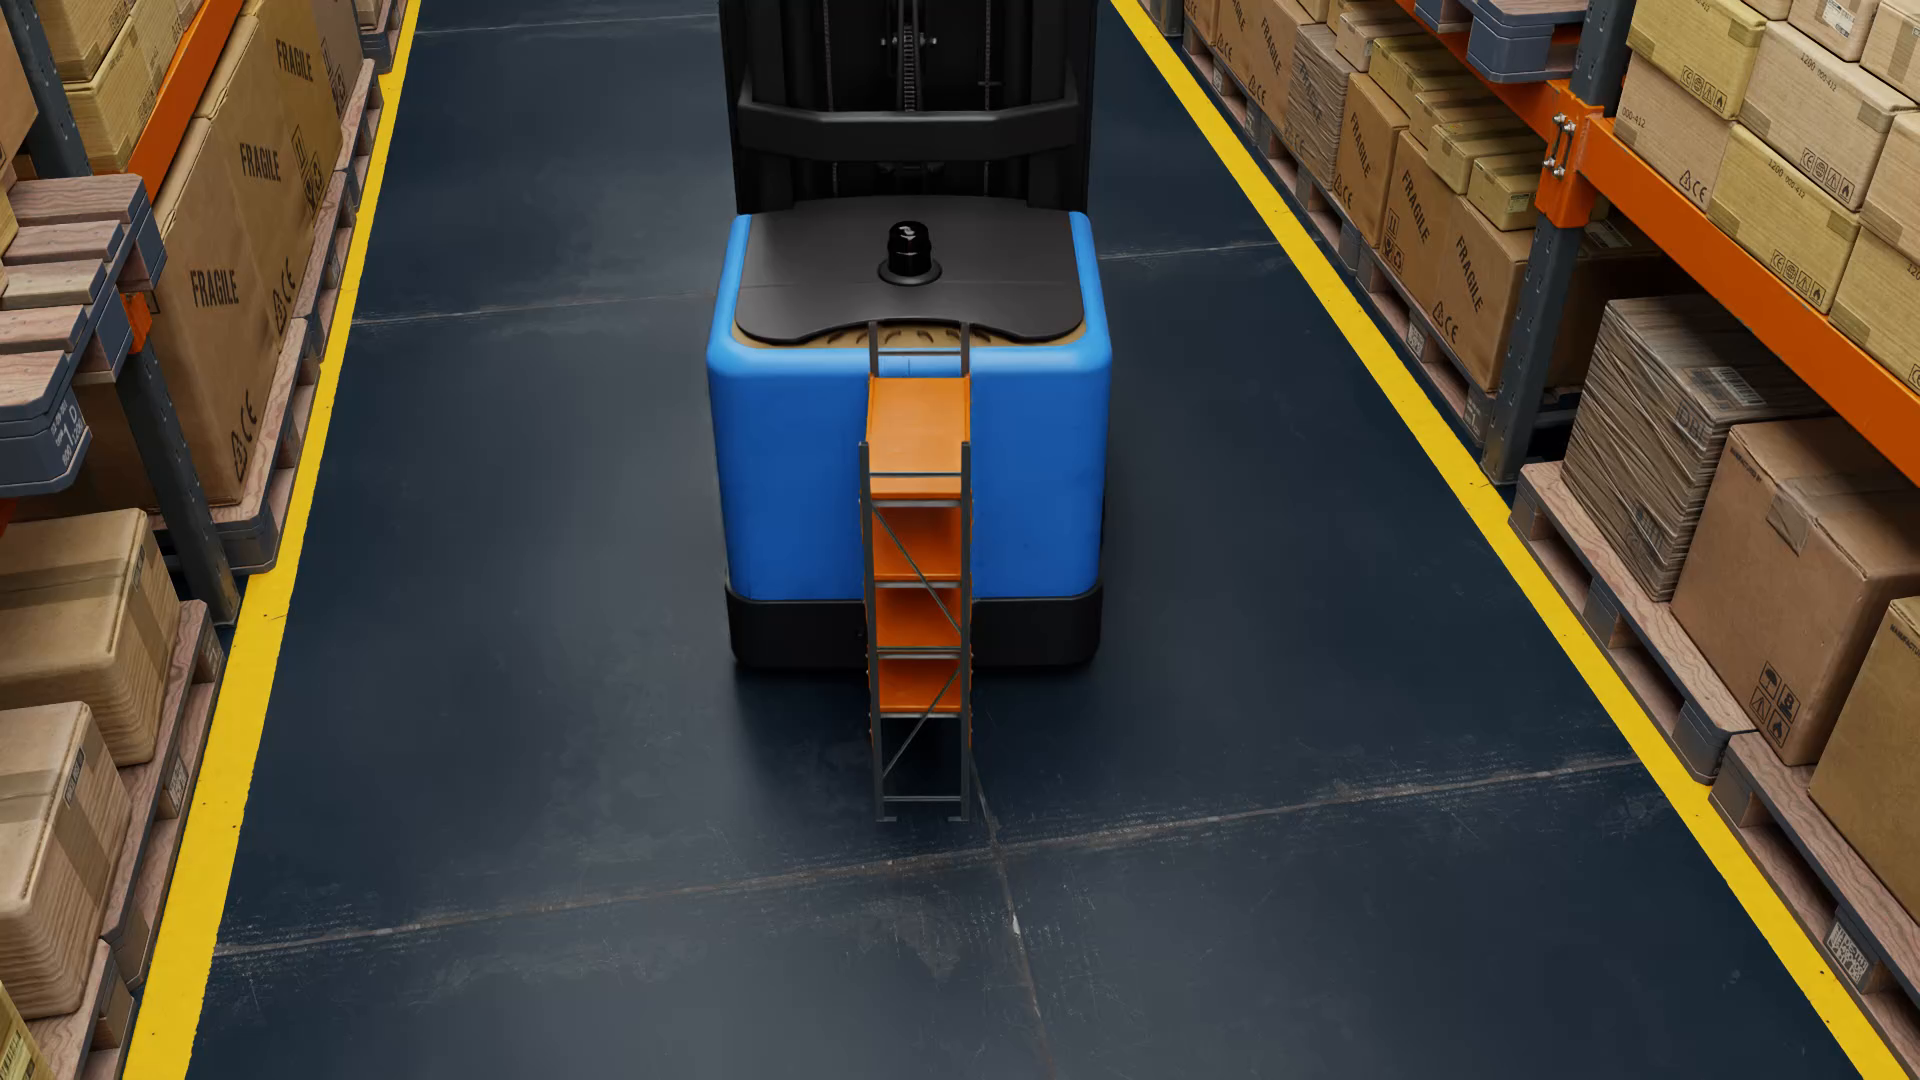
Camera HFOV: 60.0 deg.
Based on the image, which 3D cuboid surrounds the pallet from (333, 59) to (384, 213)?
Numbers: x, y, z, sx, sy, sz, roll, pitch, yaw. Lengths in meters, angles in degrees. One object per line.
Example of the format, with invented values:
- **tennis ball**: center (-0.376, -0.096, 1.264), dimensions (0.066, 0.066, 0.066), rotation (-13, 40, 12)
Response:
- **pallet**: center (-3.139, -1.767, 7.352), dimensions (1.003, 0.211, 1.213), rotation (-6, 38, -8)

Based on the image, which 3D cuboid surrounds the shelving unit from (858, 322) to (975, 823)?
- **shelving unit**: center (-0.097, 0.107, 4.127), dimensions (0.258, 1.200, 0.503), rotation (0, 39, 0)

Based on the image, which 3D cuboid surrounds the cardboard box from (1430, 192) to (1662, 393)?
- **cardboard box**: center (1.953, -0.857, 5.603), dimensions (0.500, 0.500, 0.500), rotation (-5, 38, -7)

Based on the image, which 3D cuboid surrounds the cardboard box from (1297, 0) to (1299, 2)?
- **cardboard box**: center (1.588, -2.420, 7.086), dimensions (0.380, 0.149, 0.250), rotation (-6, 38, -8)

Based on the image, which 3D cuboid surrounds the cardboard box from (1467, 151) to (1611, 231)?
- **cardboard box**: center (1.903, -1.152, 5.454), dimensions (0.380, 0.149, 0.250), rotation (-8, 39, -10)

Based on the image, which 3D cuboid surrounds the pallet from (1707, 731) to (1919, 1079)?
- **pallet**: center (2.556, 0.892, 3.930), dimensions (1.003, 0.211, 1.213), rotation (-6, 38, -8)

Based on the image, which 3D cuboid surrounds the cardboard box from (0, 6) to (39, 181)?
- **cardboard box**: center (-2.294, -0.988, 3.410), dimensions (0.500, 0.500, 0.500), rotation (-7, 38, -9)

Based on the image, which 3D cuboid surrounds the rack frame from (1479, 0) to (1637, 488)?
- **rack frame**: center (2.239, -1.446, 4.666), dimensions (1.000, 3.000, 0.127), rotation (-6, 38, -8)

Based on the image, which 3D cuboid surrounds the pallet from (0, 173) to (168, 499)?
- **pallet**: center (-2.417, -0.415, 3.496), dimensions (1.213, 0.211, 1.003), rotation (-6, 38, -8)

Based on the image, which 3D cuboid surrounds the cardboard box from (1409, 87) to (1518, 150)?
- **cardboard box**: center (1.822, -1.477, 5.873), dimensions (0.380, 0.149, 0.250), rotation (-7, 38, -9)

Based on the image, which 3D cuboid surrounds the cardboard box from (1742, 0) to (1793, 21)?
- **cardboard box**: center (2.053, -1.356, 3.941), dimensions (0.380, 0.149, 0.250), rotation (-5, 38, -7)

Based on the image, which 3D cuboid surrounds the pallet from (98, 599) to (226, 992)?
- **pallet**: center (-2.511, 0.664, 4.224), dimensions (1.003, 0.211, 1.213), rotation (-6, 38, -8)

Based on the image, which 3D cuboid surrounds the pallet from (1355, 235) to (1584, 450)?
- **pallet**: center (2.146, -0.800, 6.107), dimensions (1.003, 0.211, 1.213), rotation (-6, 38, -8)

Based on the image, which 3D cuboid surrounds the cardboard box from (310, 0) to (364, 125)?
- **cardboard box**: center (-3.161, -2.287, 7.138), dimensions (0.875, 0.875, 0.875), rotation (-5, 38, -7)

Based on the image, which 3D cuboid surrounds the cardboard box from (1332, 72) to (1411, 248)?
- **cardboard box**: center (1.782, -1.476, 6.400), dimensions (0.500, 0.500, 0.500), rotation (-5, 38, -6)

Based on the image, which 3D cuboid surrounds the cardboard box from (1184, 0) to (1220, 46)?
- **cardboard box**: center (1.401, -2.724, 8.007), dimensions (0.500, 0.500, 0.500), rotation (-5, 38, -6)

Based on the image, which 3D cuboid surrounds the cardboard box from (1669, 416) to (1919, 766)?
- **cardboard box**: center (2.457, 0.098, 4.272), dimensions (0.875, 0.625, 0.625), rotation (-5, 38, -6)

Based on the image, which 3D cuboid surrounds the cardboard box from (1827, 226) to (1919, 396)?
- **cardboard box**: center (2.257, -0.478, 3.542), dimensions (0.500, 0.250, 0.500), rotation (-7, 38, -9)

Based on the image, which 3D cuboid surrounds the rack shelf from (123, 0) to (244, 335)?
- **rack shelf**: center (-2.998, -1.834, 5.752), dimensions (1.077, 0.370, 4.000), rotation (-6, 38, -8)

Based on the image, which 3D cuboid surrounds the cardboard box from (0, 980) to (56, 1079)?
- **cardboard box**: center (-2.293, 1.208, 3.050), dimensions (0.950, 0.372, 0.625), rotation (-5, 38, -6)

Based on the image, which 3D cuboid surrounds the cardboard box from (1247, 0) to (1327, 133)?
- **cardboard box**: center (1.587, -2.102, 7.206), dimensions (0.500, 0.500, 0.500), rotation (-7, 38, -9)

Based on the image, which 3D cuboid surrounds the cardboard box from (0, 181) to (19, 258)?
- **cardboard box**: center (-2.240, -0.650, 3.504), dimensions (0.380, 0.149, 0.250), rotation (-6, 38, -7)

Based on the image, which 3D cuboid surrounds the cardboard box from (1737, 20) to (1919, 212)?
- **cardboard box**: center (2.163, -0.987, 3.791), dimensions (0.500, 0.250, 0.500), rotation (-5, 38, -7)

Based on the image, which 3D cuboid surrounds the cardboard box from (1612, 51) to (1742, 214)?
- **cardboard box**: center (2.076, -1.092, 4.333), dimensions (0.500, 0.250, 0.500), rotation (-6, 38, -8)

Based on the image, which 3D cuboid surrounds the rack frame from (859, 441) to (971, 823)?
- **rack frame**: center (-0.097, 0.260, 3.937), dimensions (0.240, 1.200, 0.015), rotation (0, 39, 0)

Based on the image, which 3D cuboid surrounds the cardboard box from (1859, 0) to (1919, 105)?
- **cardboard box**: center (2.182, -1.047, 3.543), dimensions (0.380, 0.149, 0.250), rotation (-6, 38, -7)

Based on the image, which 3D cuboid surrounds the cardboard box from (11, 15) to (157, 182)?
- **cardboard box**: center (-2.485, -1.173, 4.437), dimensions (0.500, 0.250, 0.500), rotation (-7, 38, -9)

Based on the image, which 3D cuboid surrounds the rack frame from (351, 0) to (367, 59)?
- **rack frame**: center (-3.348, -3.326, 7.086), dimensions (1.000, 3.000, 0.127), rotation (-6, 38, -8)

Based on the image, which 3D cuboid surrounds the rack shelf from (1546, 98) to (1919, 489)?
- **rack shelf**: center (2.590, 0.046, 3.332), dimensions (1.077, 0.370, 4.000), rotation (-6, 38, -8)

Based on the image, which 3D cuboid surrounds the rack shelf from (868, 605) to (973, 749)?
- **rack shelf**: center (-0.097, 0.314, 4.294), dimensions (0.258, 0.148, 0.480), rotation (0, 39, 0)

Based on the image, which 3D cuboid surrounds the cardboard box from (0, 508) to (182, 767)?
- **cardboard box**: center (-2.558, 0.304, 4.213), dimensions (0.950, 0.372, 0.625), rotation (-9, 39, -11)

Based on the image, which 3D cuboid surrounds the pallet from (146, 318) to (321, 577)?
- **pallet**: center (-2.711, -0.293, 5.455), dimensions (1.003, 0.211, 1.213), rotation (-6, 38, -8)

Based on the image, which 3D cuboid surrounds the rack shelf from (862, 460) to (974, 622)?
- **rack shelf**: center (-0.097, -0.015, 4.029), dimensions (0.258, 0.148, 0.480), rotation (0, 39, 0)

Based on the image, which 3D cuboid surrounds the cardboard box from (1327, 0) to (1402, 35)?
- **cardboard box**: center (1.705, -2.110, 6.687), dimensions (0.380, 0.149, 0.250), rotation (-6, 38, -8)

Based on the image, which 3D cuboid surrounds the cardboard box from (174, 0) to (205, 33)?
- **cardboard box**: center (-2.679, -1.799, 5.243), dimensions (0.500, 0.250, 0.500), rotation (-5, 38, -6)

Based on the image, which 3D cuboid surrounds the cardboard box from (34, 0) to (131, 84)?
- **cardboard box**: center (-2.493, -1.381, 4.297), dimensions (0.500, 0.250, 0.500), rotation (-6, 38, -8)

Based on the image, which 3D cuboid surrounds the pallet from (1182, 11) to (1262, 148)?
- **pallet**: center (1.718, -2.273, 8.004), dimensions (1.003, 0.211, 1.213), rotation (-6, 38, -8)

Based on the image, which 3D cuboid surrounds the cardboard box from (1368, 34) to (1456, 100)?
- **cardboard box**: center (1.776, -1.792, 6.278), dimensions (0.380, 0.149, 0.250), rotation (-7, 38, -9)

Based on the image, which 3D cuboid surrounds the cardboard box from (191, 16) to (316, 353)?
- **cardboard box**: center (-2.839, -1.202, 5.742), dimensions (0.875, 0.875, 0.875), rotation (-6, 38, -7)

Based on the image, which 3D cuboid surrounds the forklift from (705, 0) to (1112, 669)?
- **forklift**: center (-0.153, -1.673, 5.014), dimensions (1.130, 2.935, 3.031), rotation (-1, 38, -1)
